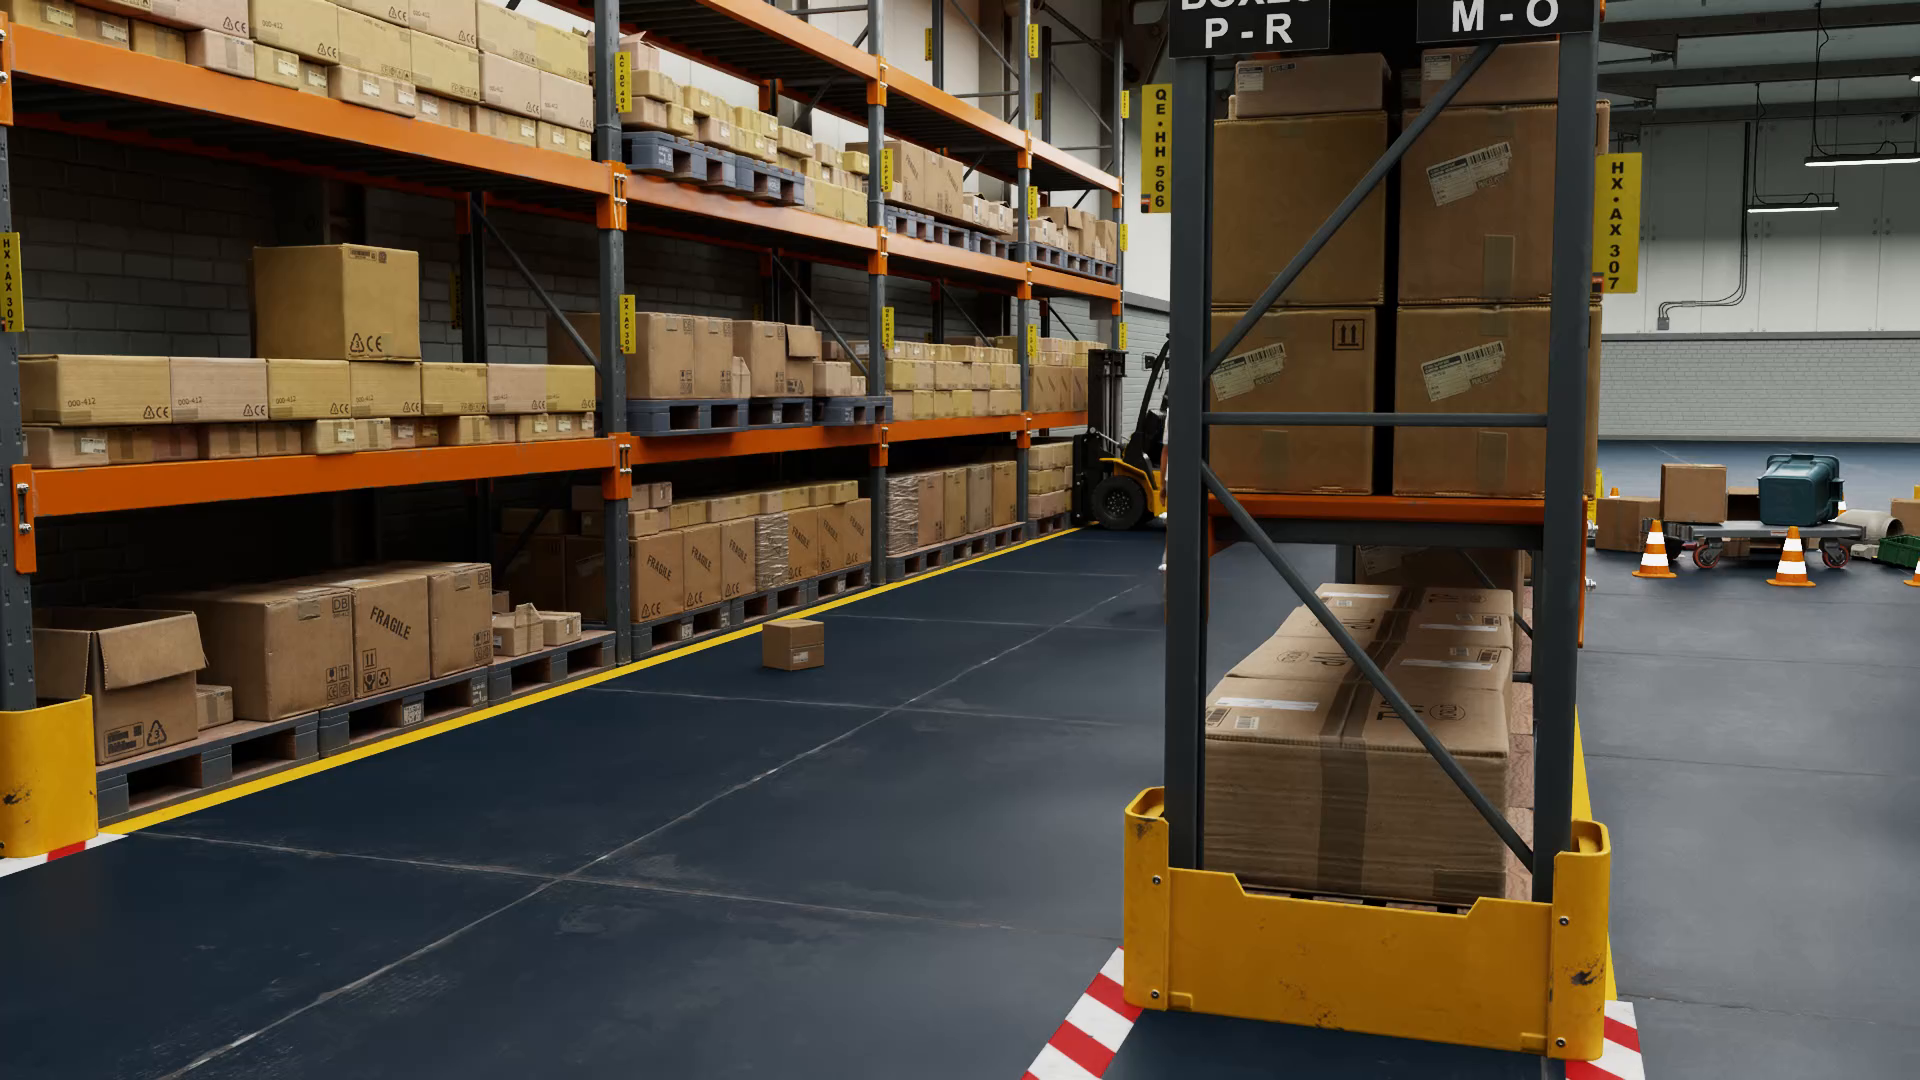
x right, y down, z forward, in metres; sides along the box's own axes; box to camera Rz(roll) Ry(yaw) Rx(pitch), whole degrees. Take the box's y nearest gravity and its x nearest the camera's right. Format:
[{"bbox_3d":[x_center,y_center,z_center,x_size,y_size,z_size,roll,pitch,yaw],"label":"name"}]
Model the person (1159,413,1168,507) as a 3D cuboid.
[{"bbox_3d":[1.748,-0.363,12.227,0.512,1.726,0.491,4,6,34],"label":"person"}]
